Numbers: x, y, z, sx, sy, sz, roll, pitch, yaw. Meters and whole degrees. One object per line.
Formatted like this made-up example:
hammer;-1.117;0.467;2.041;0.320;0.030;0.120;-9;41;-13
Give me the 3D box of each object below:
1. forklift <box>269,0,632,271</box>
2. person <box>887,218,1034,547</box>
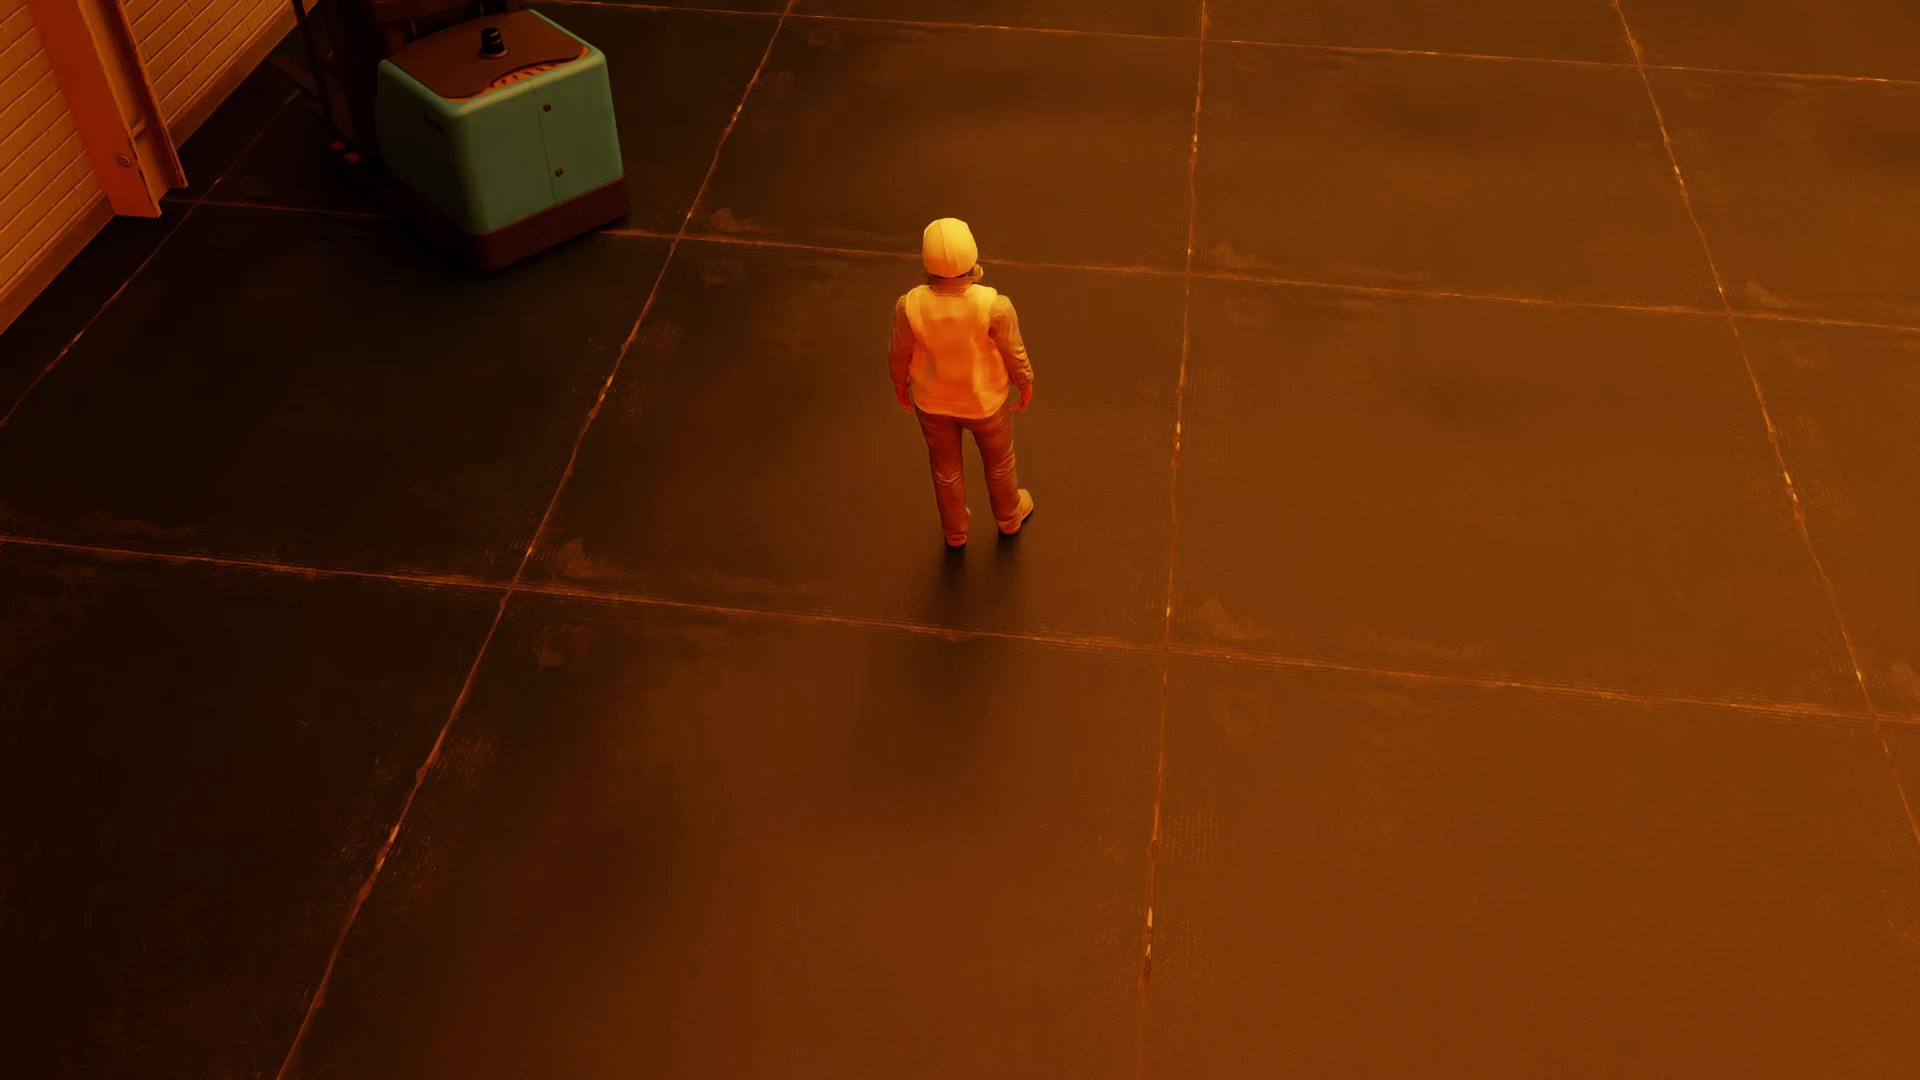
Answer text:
forklift;-3.328;-3.519;9.555;1.130;2.935;3.031;-32;51;-30
person;0.016;-0.700;7.331;0.634;1.775;0.566;5;43;6
